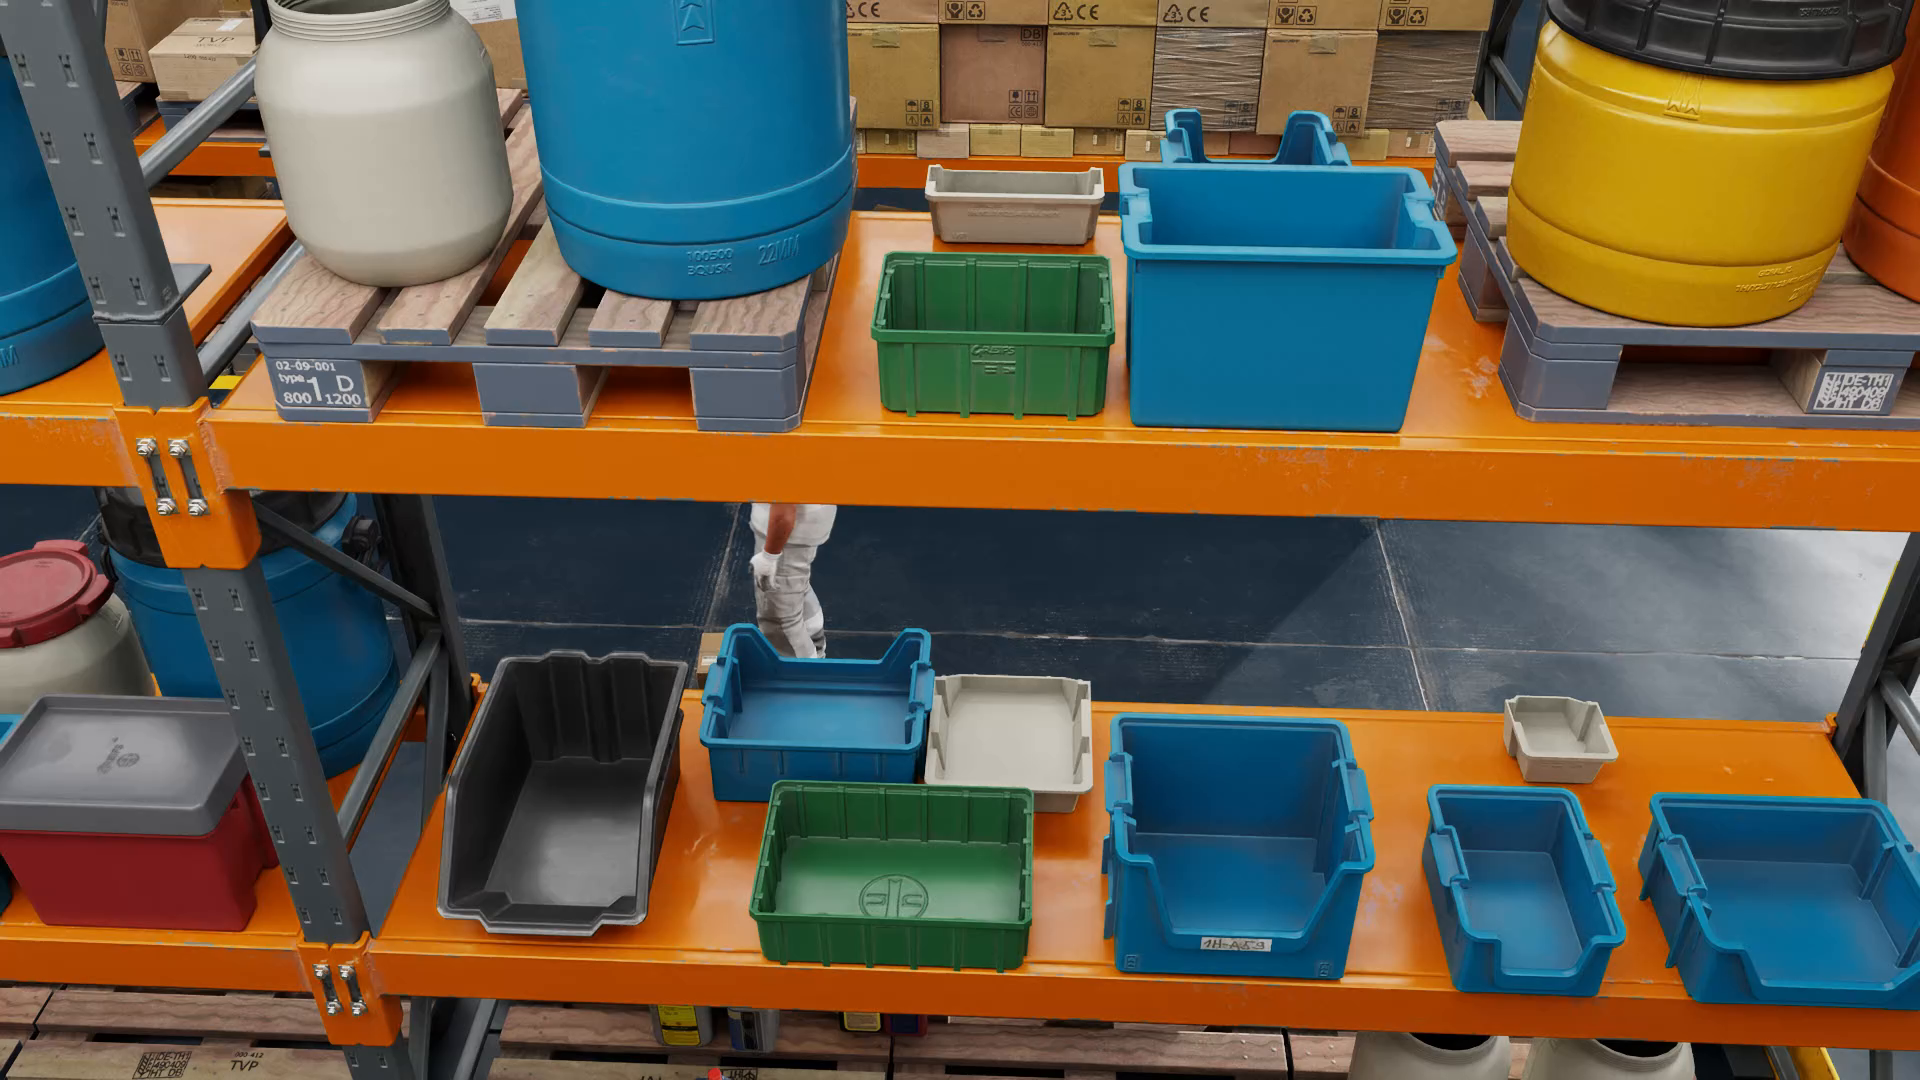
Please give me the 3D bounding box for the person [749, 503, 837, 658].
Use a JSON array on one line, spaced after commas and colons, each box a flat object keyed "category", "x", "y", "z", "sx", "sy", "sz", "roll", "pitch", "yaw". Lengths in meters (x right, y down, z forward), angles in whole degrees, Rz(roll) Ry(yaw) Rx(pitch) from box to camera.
[{"category": "person", "x": -0.679, "y": -0.073, "z": 6.237, "sx": 0.451, "sy": 1.778, "sz": 0.603, "roll": 1, "pitch": 35, "yaw": 1}]
